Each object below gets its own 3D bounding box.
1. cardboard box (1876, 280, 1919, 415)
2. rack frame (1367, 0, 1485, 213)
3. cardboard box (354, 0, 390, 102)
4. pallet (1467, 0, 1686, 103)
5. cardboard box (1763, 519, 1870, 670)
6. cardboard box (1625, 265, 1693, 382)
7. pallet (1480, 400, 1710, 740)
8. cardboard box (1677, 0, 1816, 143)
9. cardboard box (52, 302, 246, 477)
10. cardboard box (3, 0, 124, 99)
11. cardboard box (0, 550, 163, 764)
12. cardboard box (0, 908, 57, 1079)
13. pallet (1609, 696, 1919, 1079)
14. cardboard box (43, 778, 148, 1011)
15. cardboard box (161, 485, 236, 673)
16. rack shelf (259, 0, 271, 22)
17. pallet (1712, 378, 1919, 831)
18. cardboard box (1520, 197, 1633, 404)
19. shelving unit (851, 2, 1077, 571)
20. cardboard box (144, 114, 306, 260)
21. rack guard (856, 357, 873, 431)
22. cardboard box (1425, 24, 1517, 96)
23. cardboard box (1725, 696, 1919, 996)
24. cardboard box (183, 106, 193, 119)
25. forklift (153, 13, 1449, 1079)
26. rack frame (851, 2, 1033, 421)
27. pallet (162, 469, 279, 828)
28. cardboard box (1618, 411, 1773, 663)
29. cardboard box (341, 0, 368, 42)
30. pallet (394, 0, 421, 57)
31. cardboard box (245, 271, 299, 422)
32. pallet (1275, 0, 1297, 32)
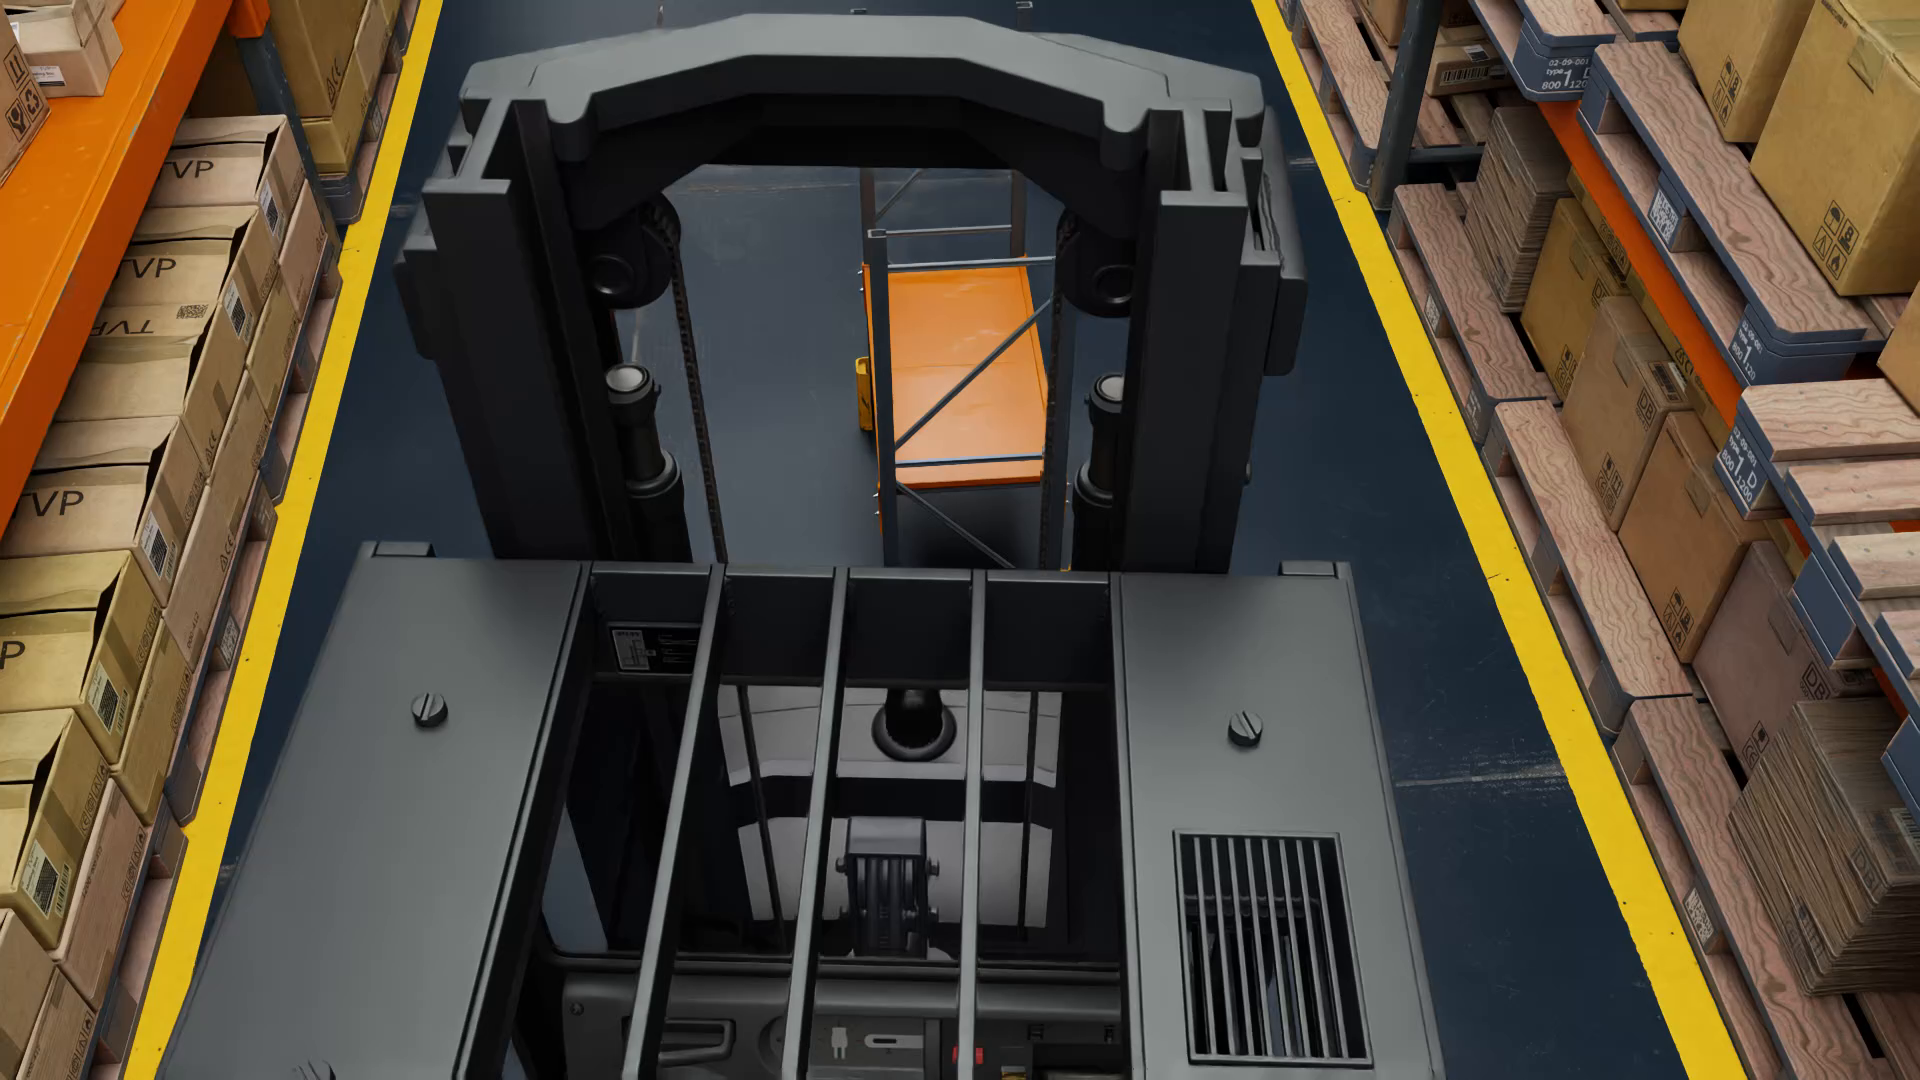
[{"bbox_3d":[2.314,-0.409,3.199,0.700,0.500,0.500,-7,47,-7],"label":"cardboard box"},{"bbox_3d":[2.102,-2.375,5.433,1.000,3.000,0.127,-3,47,-3],"label":"rack frame"},{"bbox_3d":[-2.607,-1.986,6.670,0.500,0.250,0.500,-3,47,-3],"label":"cardboard box"},{"bbox_3d":[2.021,-1.747,4.971,1.003,0.211,1.213,-3,47,-3],"label":"pallet"},{"bbox_3d":[2.339,0.036,4.053,0.500,0.250,0.500,-3,47,-3],"label":"cardboard box"},{"bbox_3d":[2.268,-0.698,4.748,0.500,0.250,0.500,-5,47,-4],"label":"cardboard box"},{"bbox_3d":[2.274,0.032,5.074,1.003,0.211,1.213,-3,47,-3],"label":"pallet"},{"bbox_3d":[2.237,-1.311,4.054,0.700,0.500,0.500,2,47,2],"label":"cardboard box"},{"bbox_3d":[-2.425,-0.450,4.829,0.500,0.311,0.500,-4,47,-3],"label":"cardboard box"},{"bbox_3d":[-2.577,-1.400,4.602,0.396,0.266,0.258,-5,47,-4],"label":"cardboard box"},{"bbox_3d":[-2.343,0.286,4.132,0.500,0.311,0.500,-5,47,-4],"label":"cardboard box"},{"bbox_3d":[-2.250,1.034,3.423,0.500,0.311,0.500,-2,47,-2],"label":"cardboard box"},{"bbox_3d":[2.373,0.913,4.240,1.003,0.211,1.213,-3,47,-3],"label":"pallet"},{"bbox_3d":[-2.293,0.864,3.971,0.500,0.250,0.500,-5,47,-4],"label":"cardboard box"},{"bbox_3d":[-2.385,0.117,4.678,0.500,0.250,0.500,-3,47,-2],"label":"cardboard box"},{"bbox_3d":[-3.001,-3.271,6.777,1.077,0.370,4.000,-3,47,-3],"label":"rack shelf"},{"bbox_3d":[2.271,0.076,3.244,1.213,0.211,1.003,-3,47,-3],"label":"pallet"},{"bbox_3d":[2.274,-0.764,5.327,0.700,0.500,0.500,-4,47,-4],"label":"cardboard box"},{"bbox_3d":[-0.006,-0.571,4.758,0.587,1.500,1.083,-3,47,-3],"label":"shelving unit"},{"bbox_3d":[-2.514,-1.187,5.527,0.500,0.311,0.500,-3,47,-3],"label":"cardboard box"},{"bbox_3d":[-0.048,-0.501,5.553,0.587,0.250,0.087,-3,47,-3],"label":"rack guard"},{"bbox_3d":[2.027,-1.937,6.667,0.380,0.166,0.250,-9,47,-8],"label":"cardboard box"},{"bbox_3d":[2.325,0.710,3.931,0.700,0.500,0.500,-3,47,-3],"label":"cardboard box"},{"bbox_3d":[-3.090,-1.592,6.297,0.500,0.250,0.500,-3,47,-3],"label":"cardboard box"},{"bbox_3d":[-0.125,0.940,2.341,1.130,2.935,3.031,1,47,1],"label":"forklift"},{"bbox_3d":[-0.050,-0.945,5.112,0.500,1.500,0.032,-3,47,-3],"label":"rack frame"},{"bbox_3d":[-2.628,0.303,4.817,1.003,0.211,1.213,-3,47,-3],"label":"pallet"},{"bbox_3d":[2.328,-0.028,4.629,0.700,0.500,0.500,-4,47,-4],"label":"cardboard box"},{"bbox_3d":[-2.610,-2.244,6.397,0.500,0.500,0.500,-3,47,-3],"label":"cardboard box"},{"bbox_3d":[-2.964,-2.575,7.543,1.003,0.211,1.213,-3,47,-3],"label":"pallet"},{"bbox_3d":[-2.470,-0.622,5.377,0.500,0.250,0.500,-4,47,-4],"label":"cardboard box"},{"bbox_3d":[1.905,-2.785,7.742,1.003,0.211,1.213,-3,47,-3],"label":"pallet"}]
